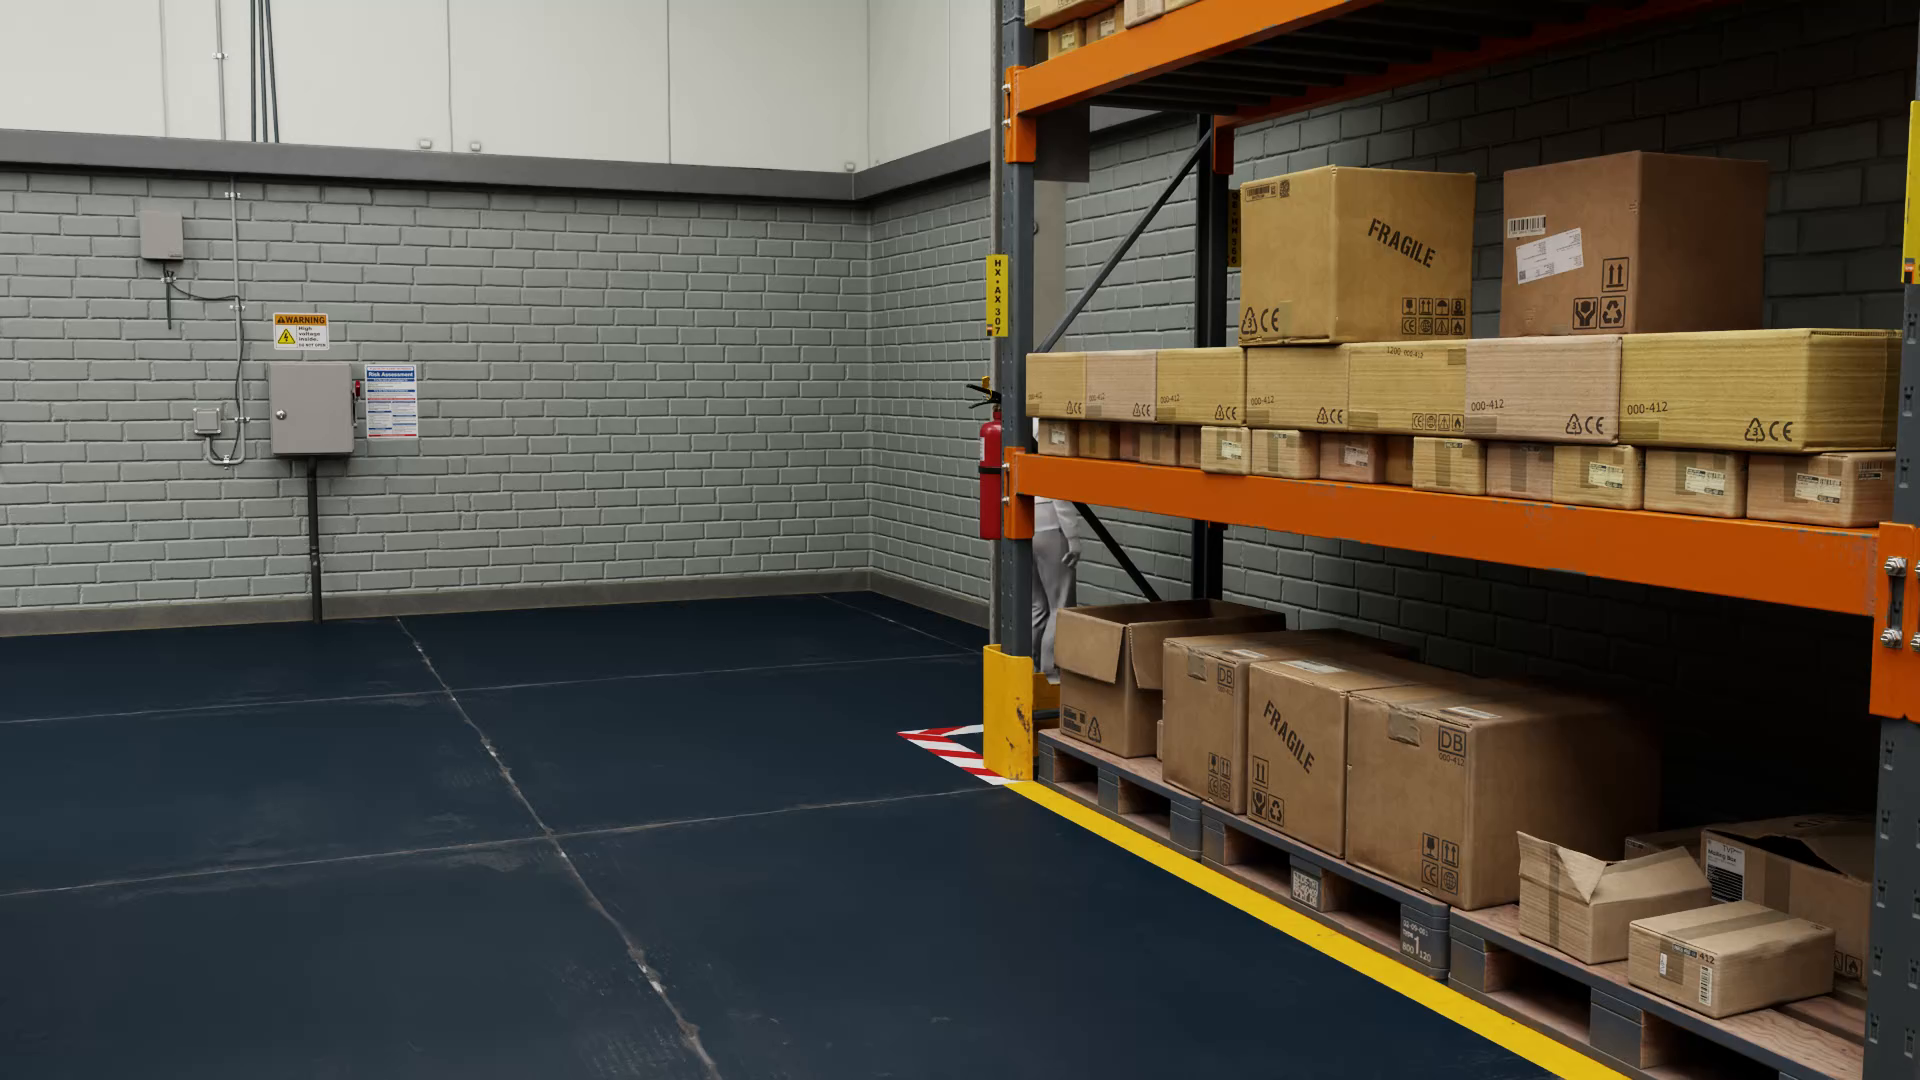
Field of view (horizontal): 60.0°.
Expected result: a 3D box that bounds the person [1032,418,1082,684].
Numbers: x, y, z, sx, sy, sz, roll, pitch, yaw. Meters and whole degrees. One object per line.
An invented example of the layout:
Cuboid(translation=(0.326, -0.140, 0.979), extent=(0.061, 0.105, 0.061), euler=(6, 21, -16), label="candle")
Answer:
Cuboid(translation=(0.425, -0.018, 8.178), extent=(0.372, 1.662, 0.514), euler=(-3, 6, -26), label="person")
